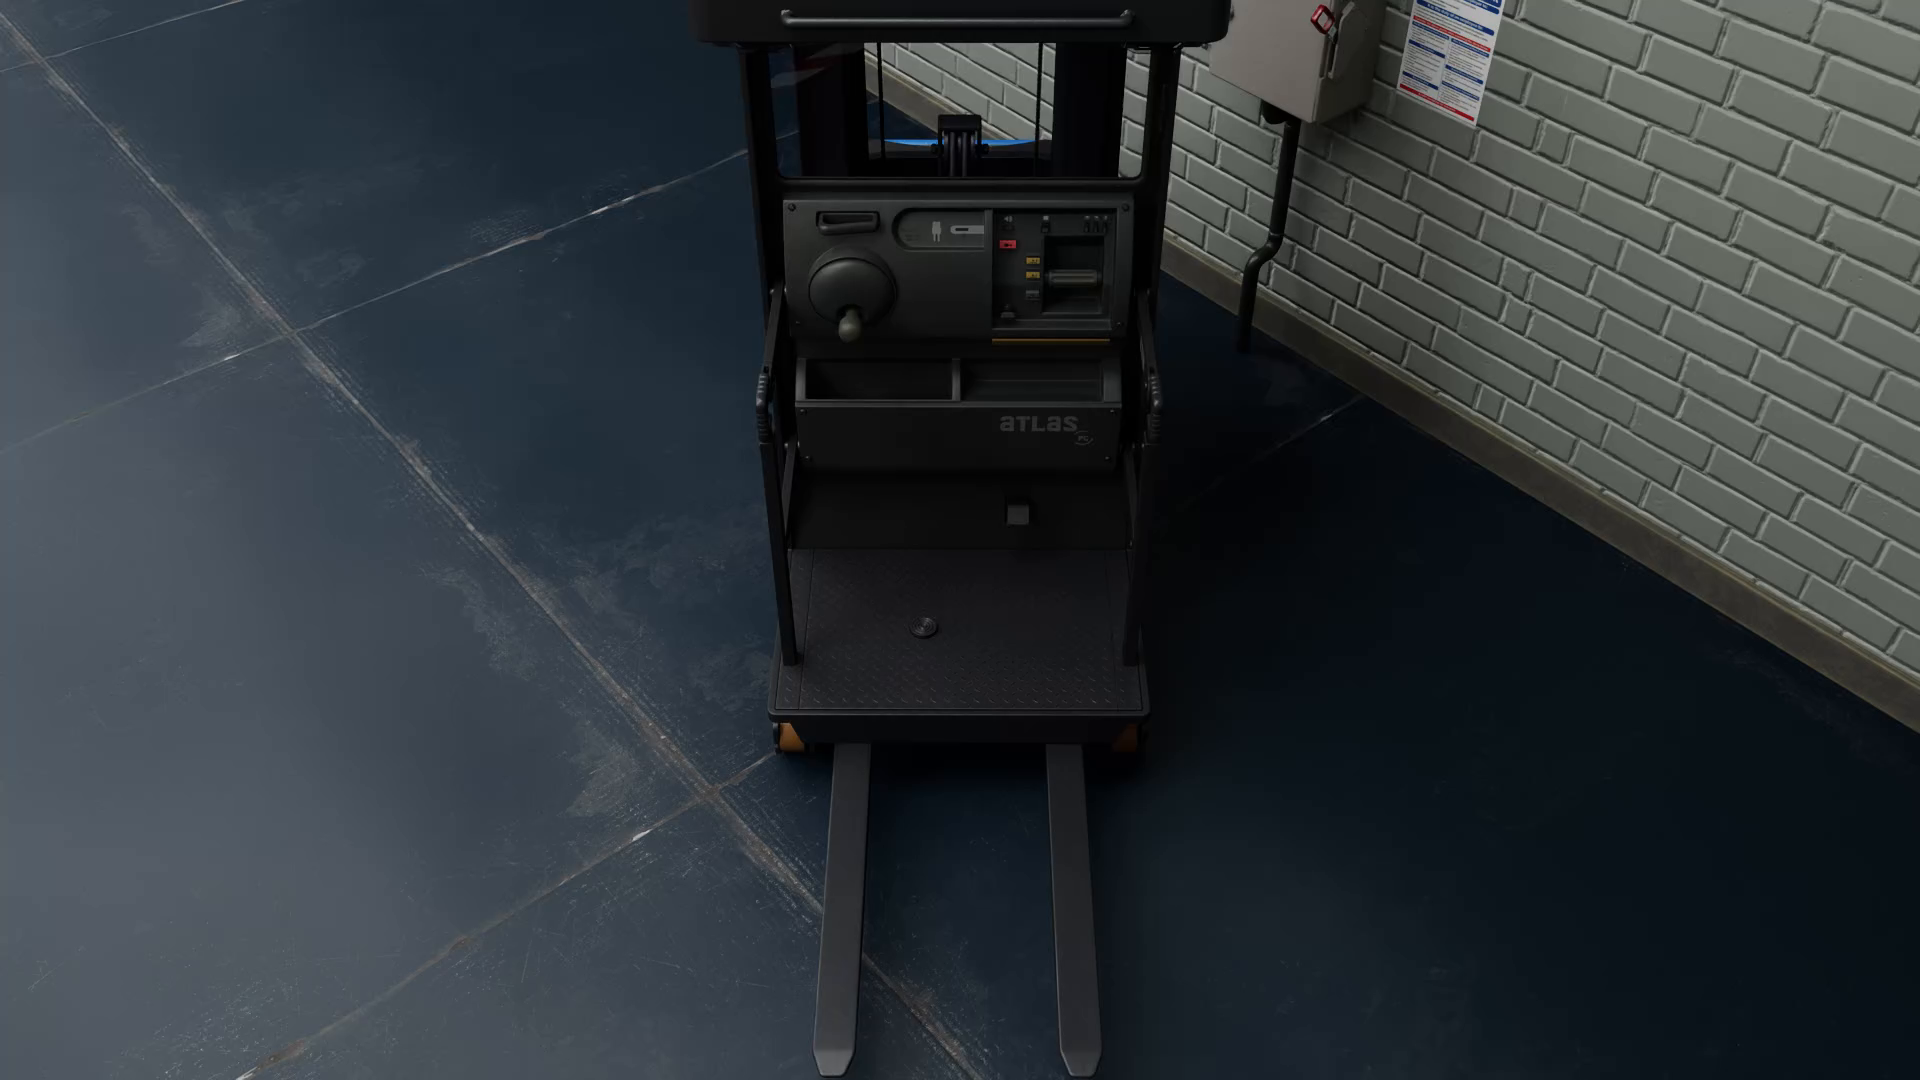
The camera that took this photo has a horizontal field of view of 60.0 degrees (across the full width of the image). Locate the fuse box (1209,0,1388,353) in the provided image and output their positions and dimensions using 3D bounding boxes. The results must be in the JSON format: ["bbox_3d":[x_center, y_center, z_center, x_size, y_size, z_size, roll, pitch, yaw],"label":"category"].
[{"bbox_3d":[1.102,-1.350,5.938,0.414,1.711,0.539,-30,51,-28],"label":"fuse box"}]

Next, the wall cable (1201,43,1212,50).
[{"bbox_3d":[0.785,-2.618,5.604,0.122,1.984,0.588,-30,51,-28],"label":"wall cable"}]

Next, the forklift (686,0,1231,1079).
[{"bbox_3d":[-0.002,-0.639,4.290,1.130,2.935,3.031,0,43,0],"label":"forklift"}]

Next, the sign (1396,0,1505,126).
[{"bbox_3d":[1.578,-1.617,5.350,0.001,0.494,0.329,-30,51,-28],"label":"sign"}]
